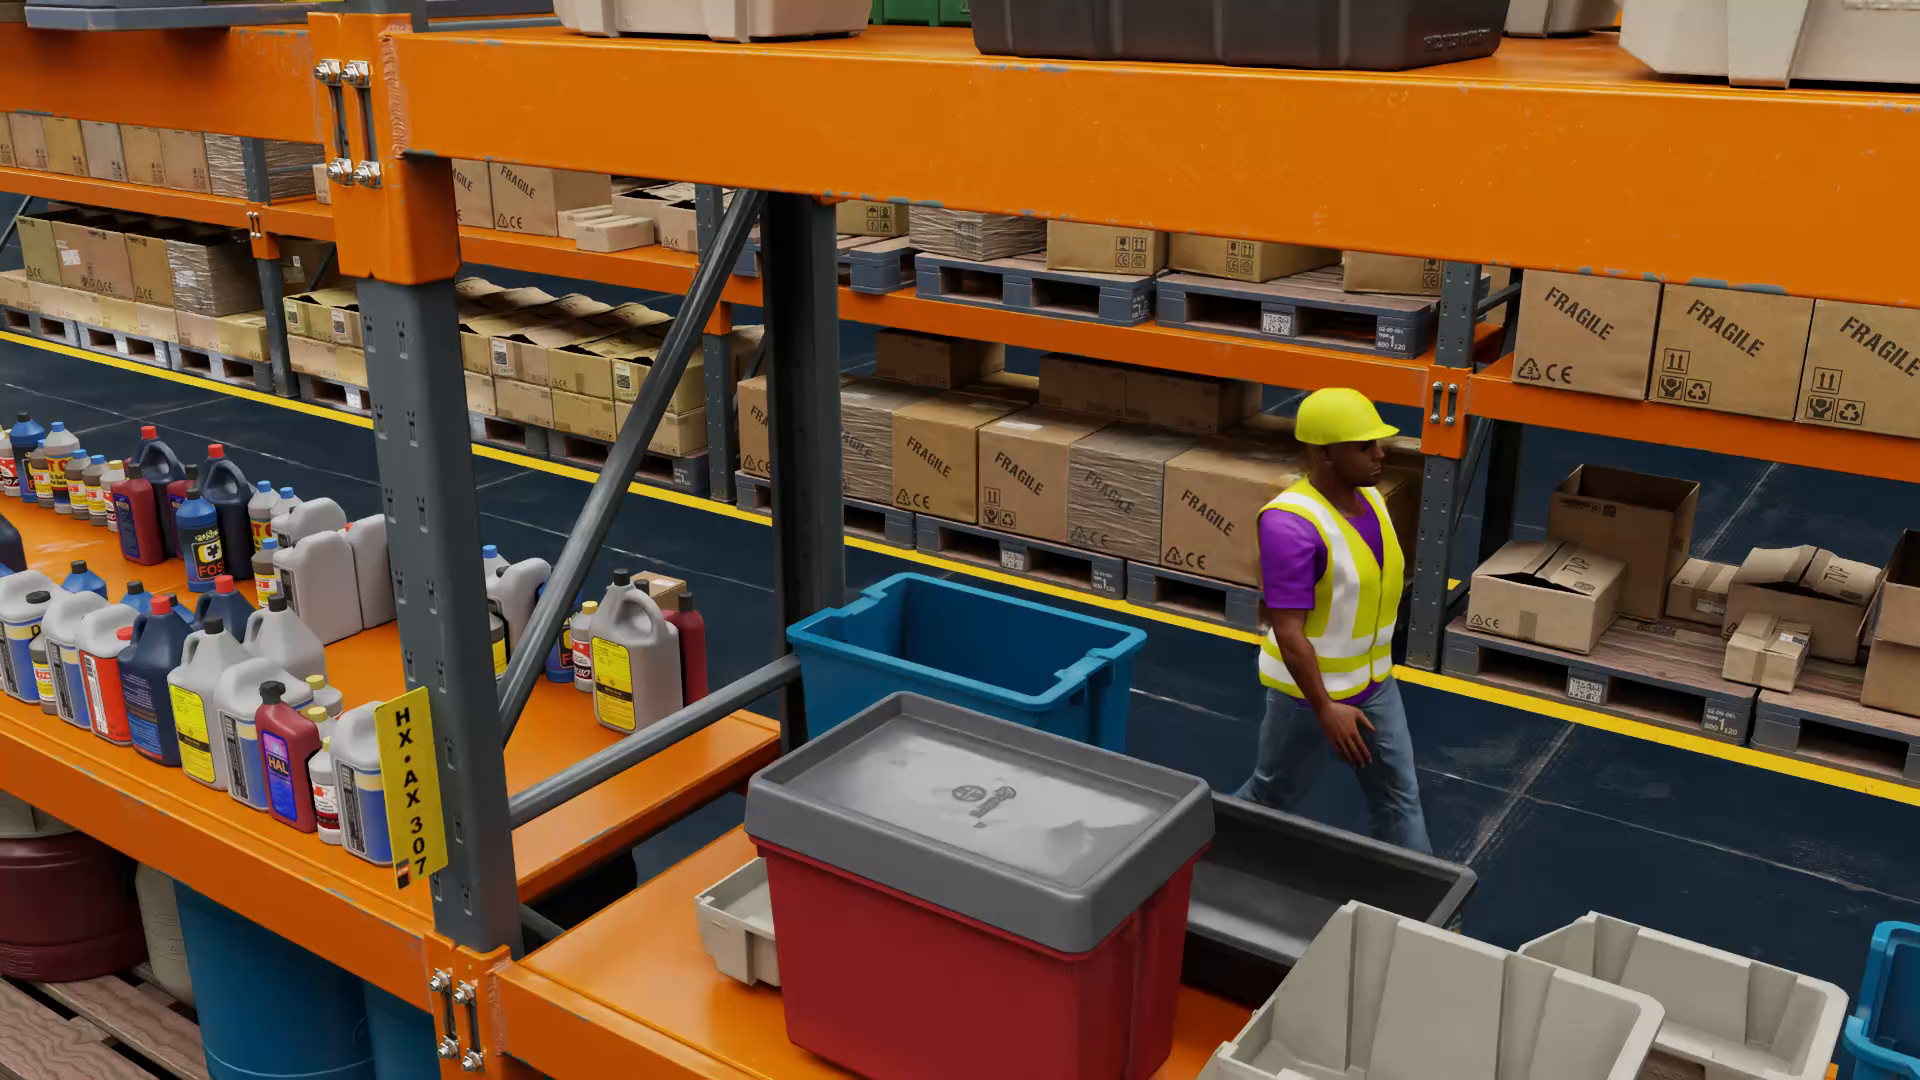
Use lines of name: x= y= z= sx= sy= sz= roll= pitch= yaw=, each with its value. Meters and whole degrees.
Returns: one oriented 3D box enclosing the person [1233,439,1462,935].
person: x=1.153 y=0.442 z=4.807 sx=0.580 sy=1.679 sz=0.958 roll=-18 pitch=26 yaw=-41
